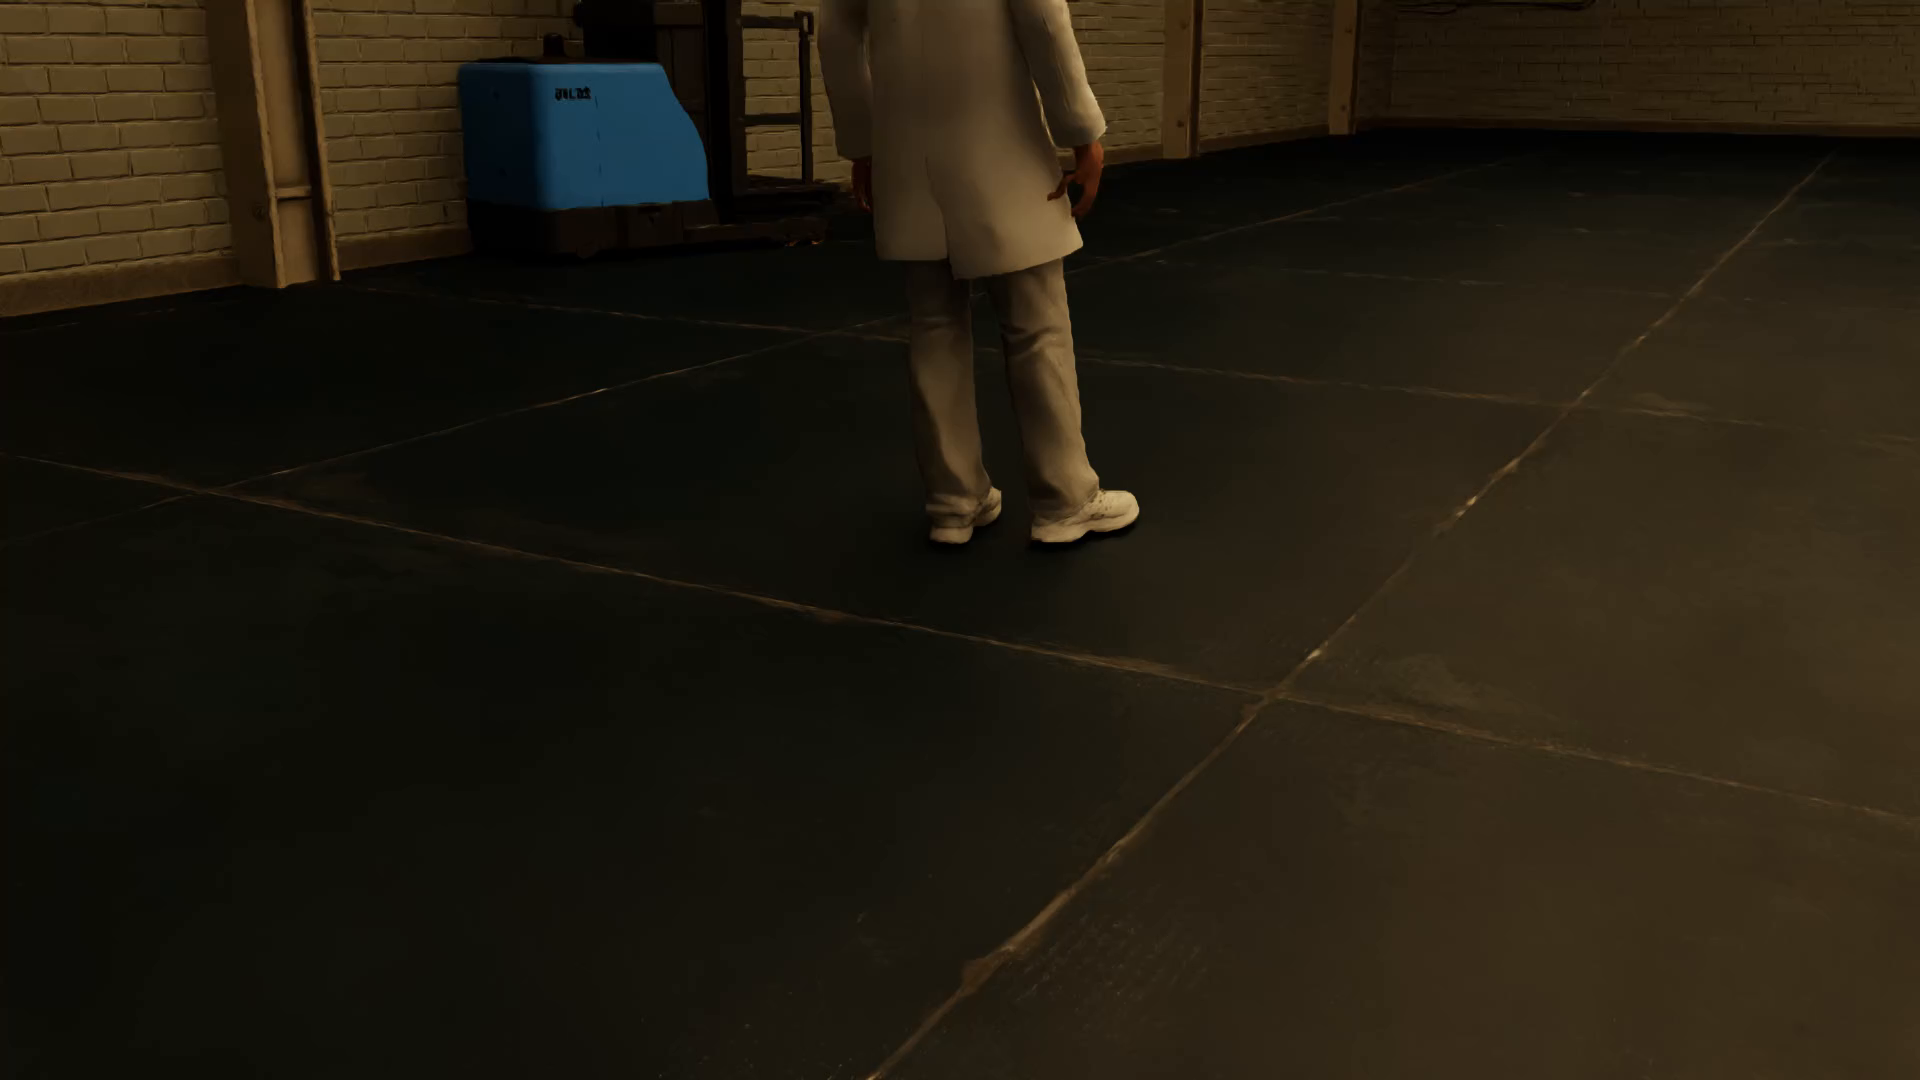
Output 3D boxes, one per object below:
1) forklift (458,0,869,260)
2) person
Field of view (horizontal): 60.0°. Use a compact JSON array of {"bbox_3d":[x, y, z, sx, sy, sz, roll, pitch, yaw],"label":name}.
[{"bbox_3d":[-1.447,-3.283,10.000,3.031,2.935,1.130,-14,21,-39],"label":"forklift"},{"bbox_3d":[0.049,-0.882,3.861,0.694,1.776,0.579,9,19,28],"label":"person"}]
